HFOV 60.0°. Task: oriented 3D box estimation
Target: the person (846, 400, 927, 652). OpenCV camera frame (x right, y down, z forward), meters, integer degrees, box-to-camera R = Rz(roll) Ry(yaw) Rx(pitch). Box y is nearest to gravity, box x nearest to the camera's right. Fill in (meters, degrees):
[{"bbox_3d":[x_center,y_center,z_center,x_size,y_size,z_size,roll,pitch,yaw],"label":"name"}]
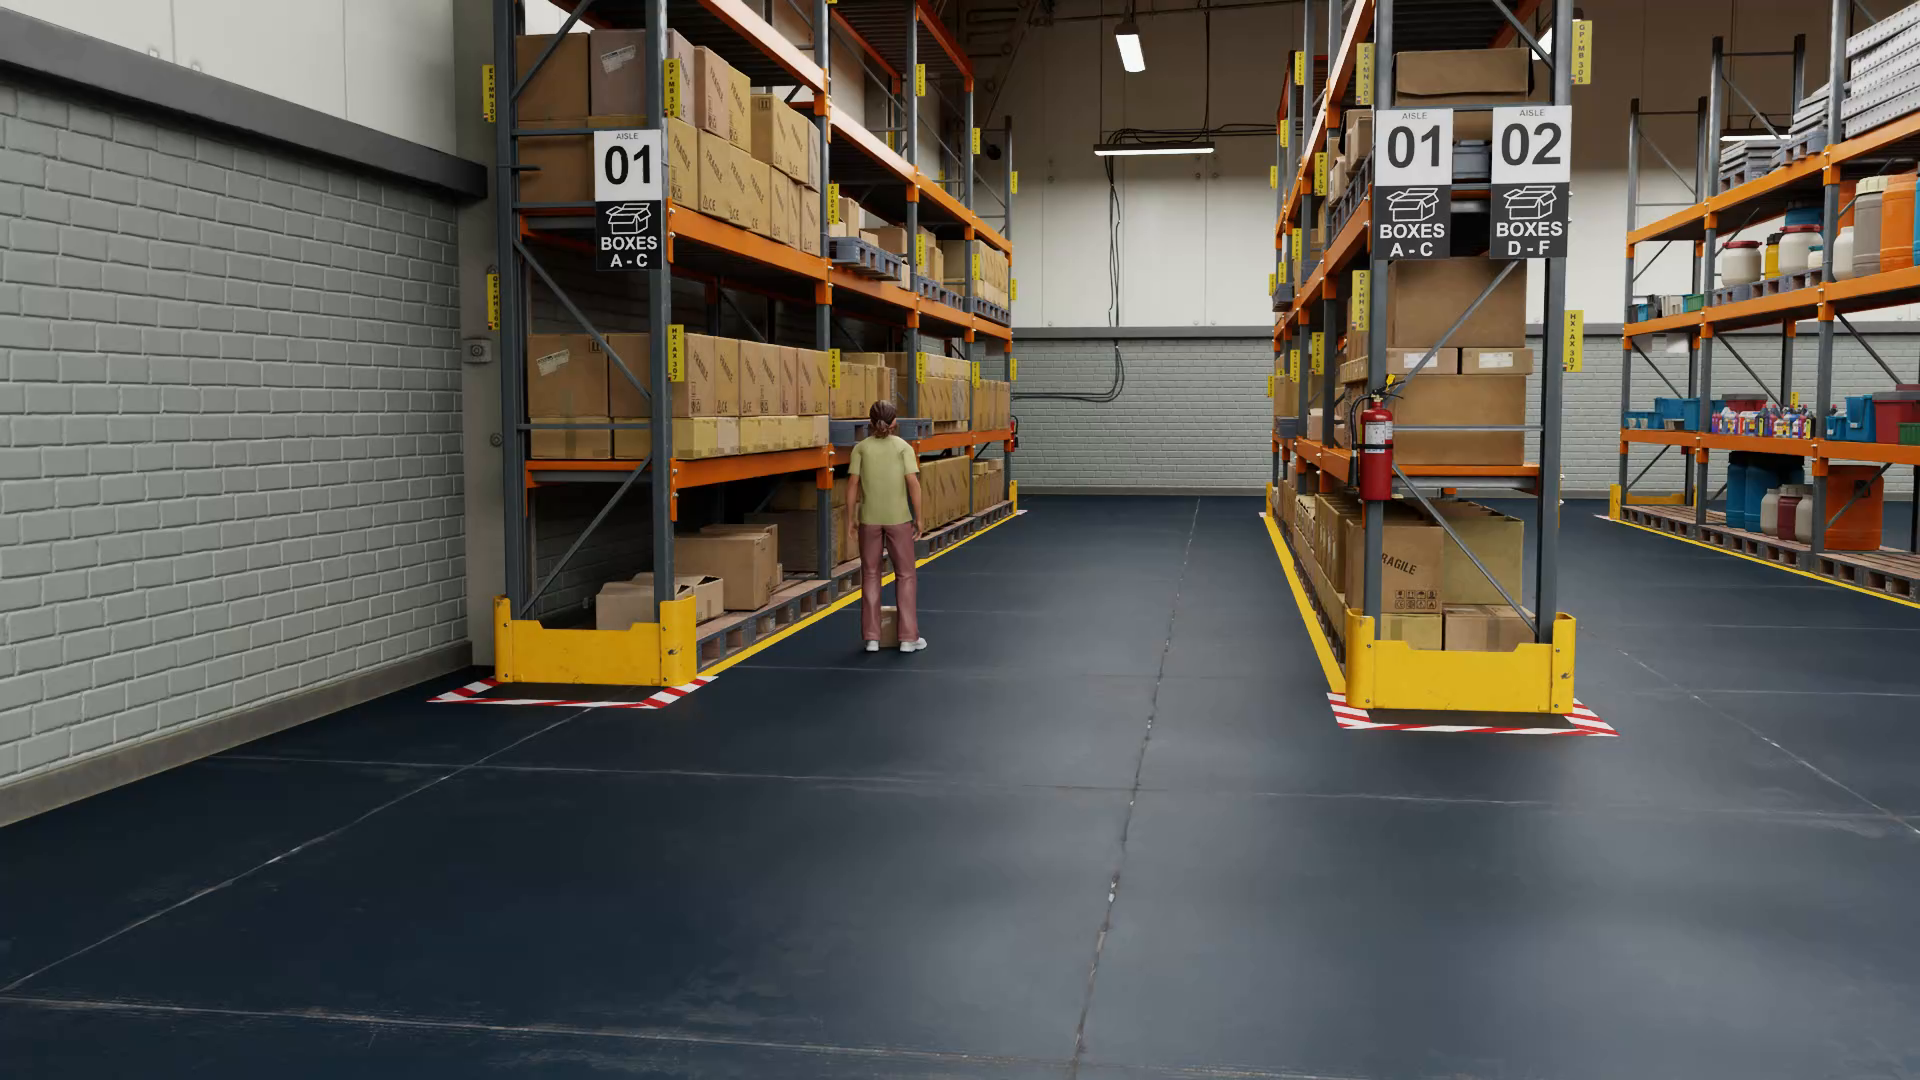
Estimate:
[{"bbox_3d":[-0.496,-0.098,11.085,0.517,1.673,0.357,1,5,6],"label":"person"}]
